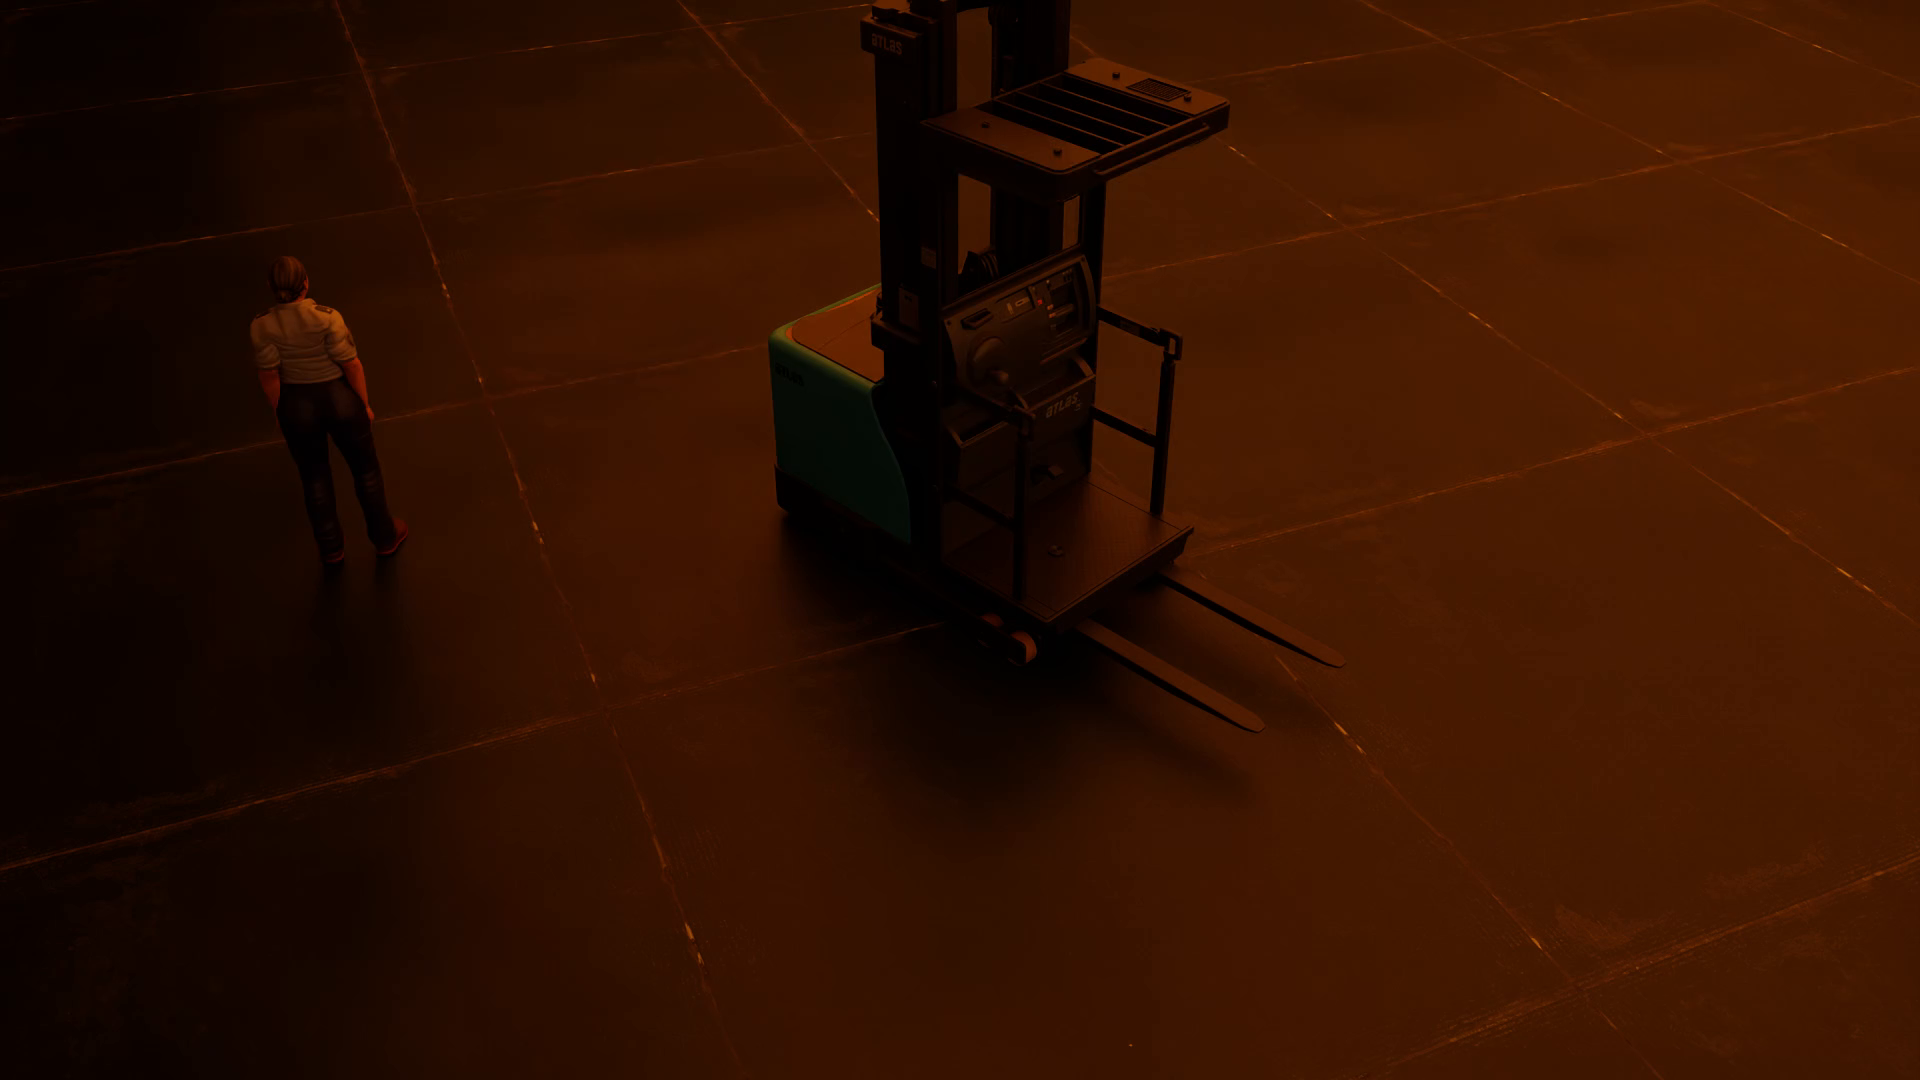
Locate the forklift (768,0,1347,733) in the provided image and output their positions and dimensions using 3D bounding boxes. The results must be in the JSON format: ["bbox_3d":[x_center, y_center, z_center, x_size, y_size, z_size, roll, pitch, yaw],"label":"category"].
[{"bbox_3d":[0.432,-0.946,7.429,3.031,2.935,1.130,30,45,35],"label":"forklift"}]

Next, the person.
[{"bbox_3d":[-3.094,-0.626,8.101,0.479,1.639,0.348,-6,36,-9],"label":"person"}]
